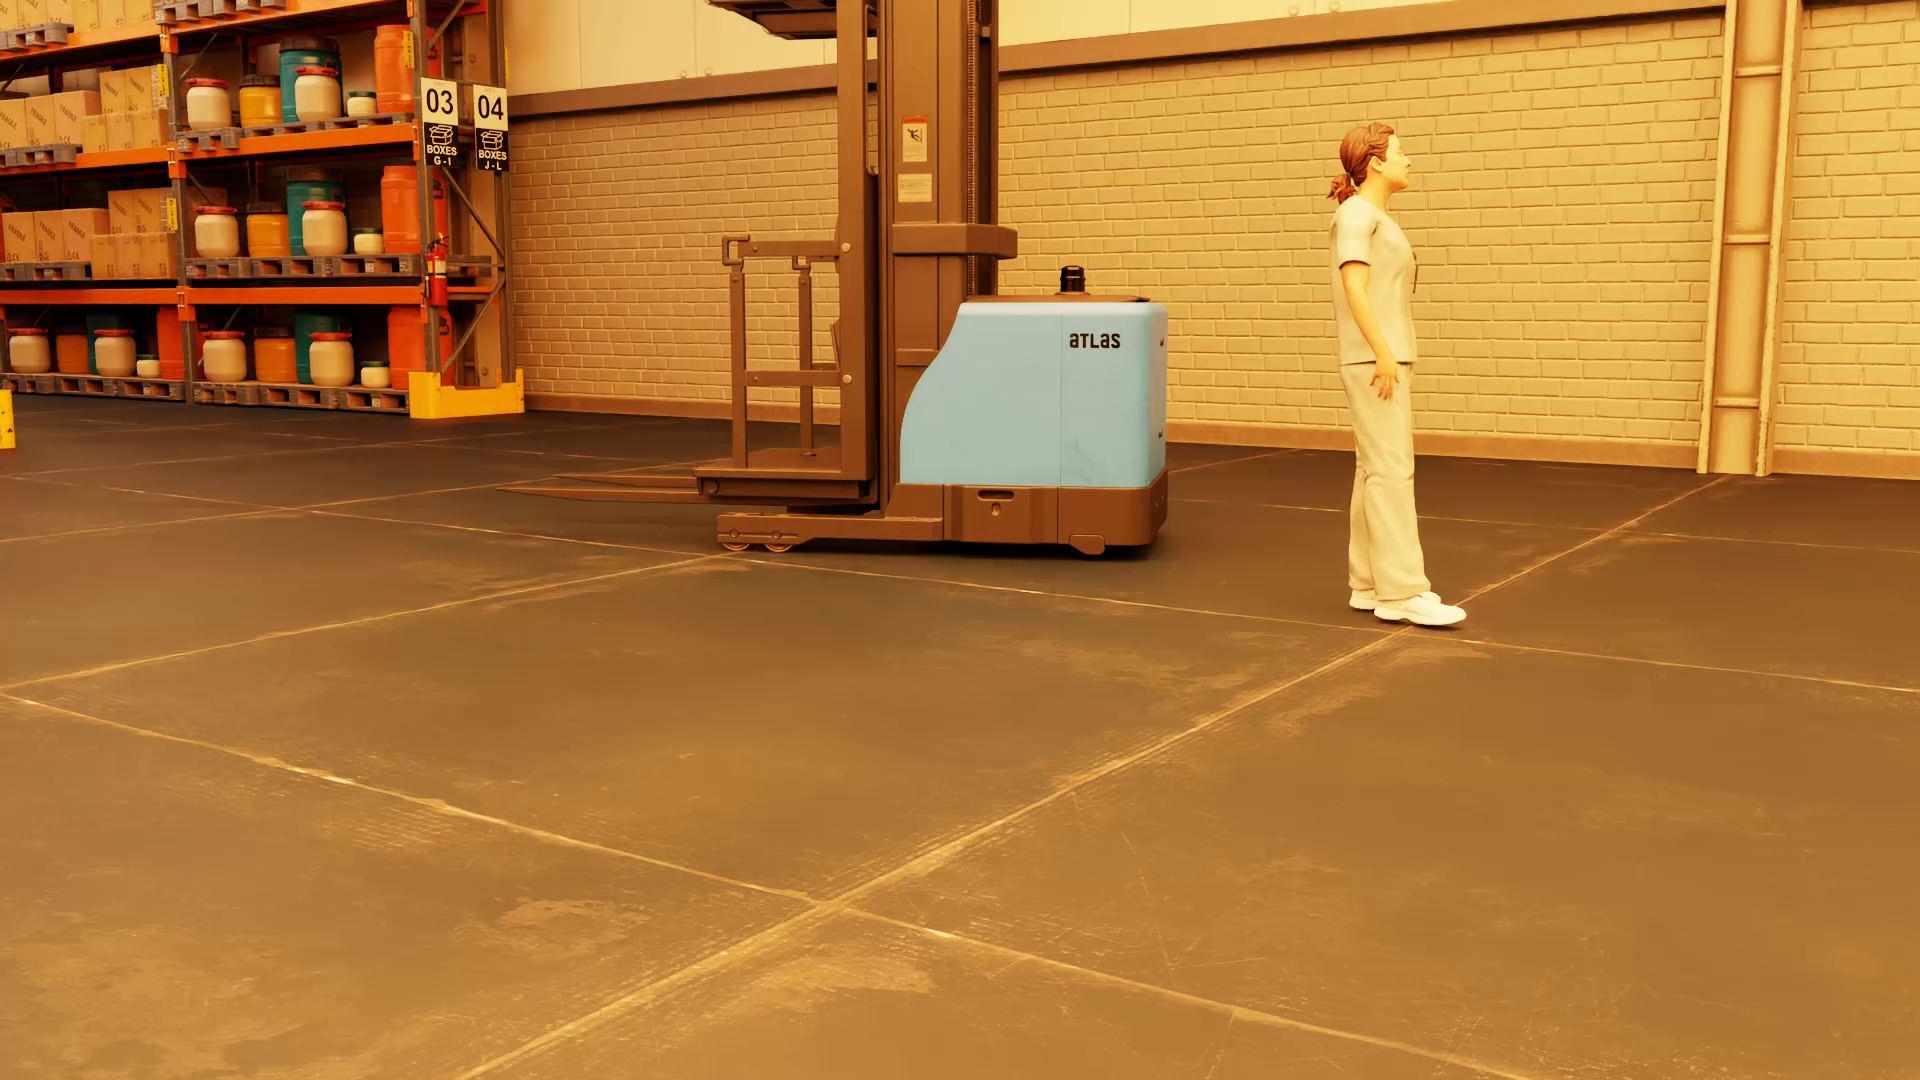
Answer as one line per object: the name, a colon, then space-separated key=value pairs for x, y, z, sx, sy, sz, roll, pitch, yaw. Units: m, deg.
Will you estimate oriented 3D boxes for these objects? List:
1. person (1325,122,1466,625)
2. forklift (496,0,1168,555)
person: x=1.506 y=-0.583 z=5.704 sx=0.549 sy=1.676 sz=0.551 roll=3 pitch=9 yaw=21
forklift: x=-0.596 y=-1.469 z=7.520 sx=3.031 sy=2.935 sz=1.130 roll=2 pitch=8 yaw=12
